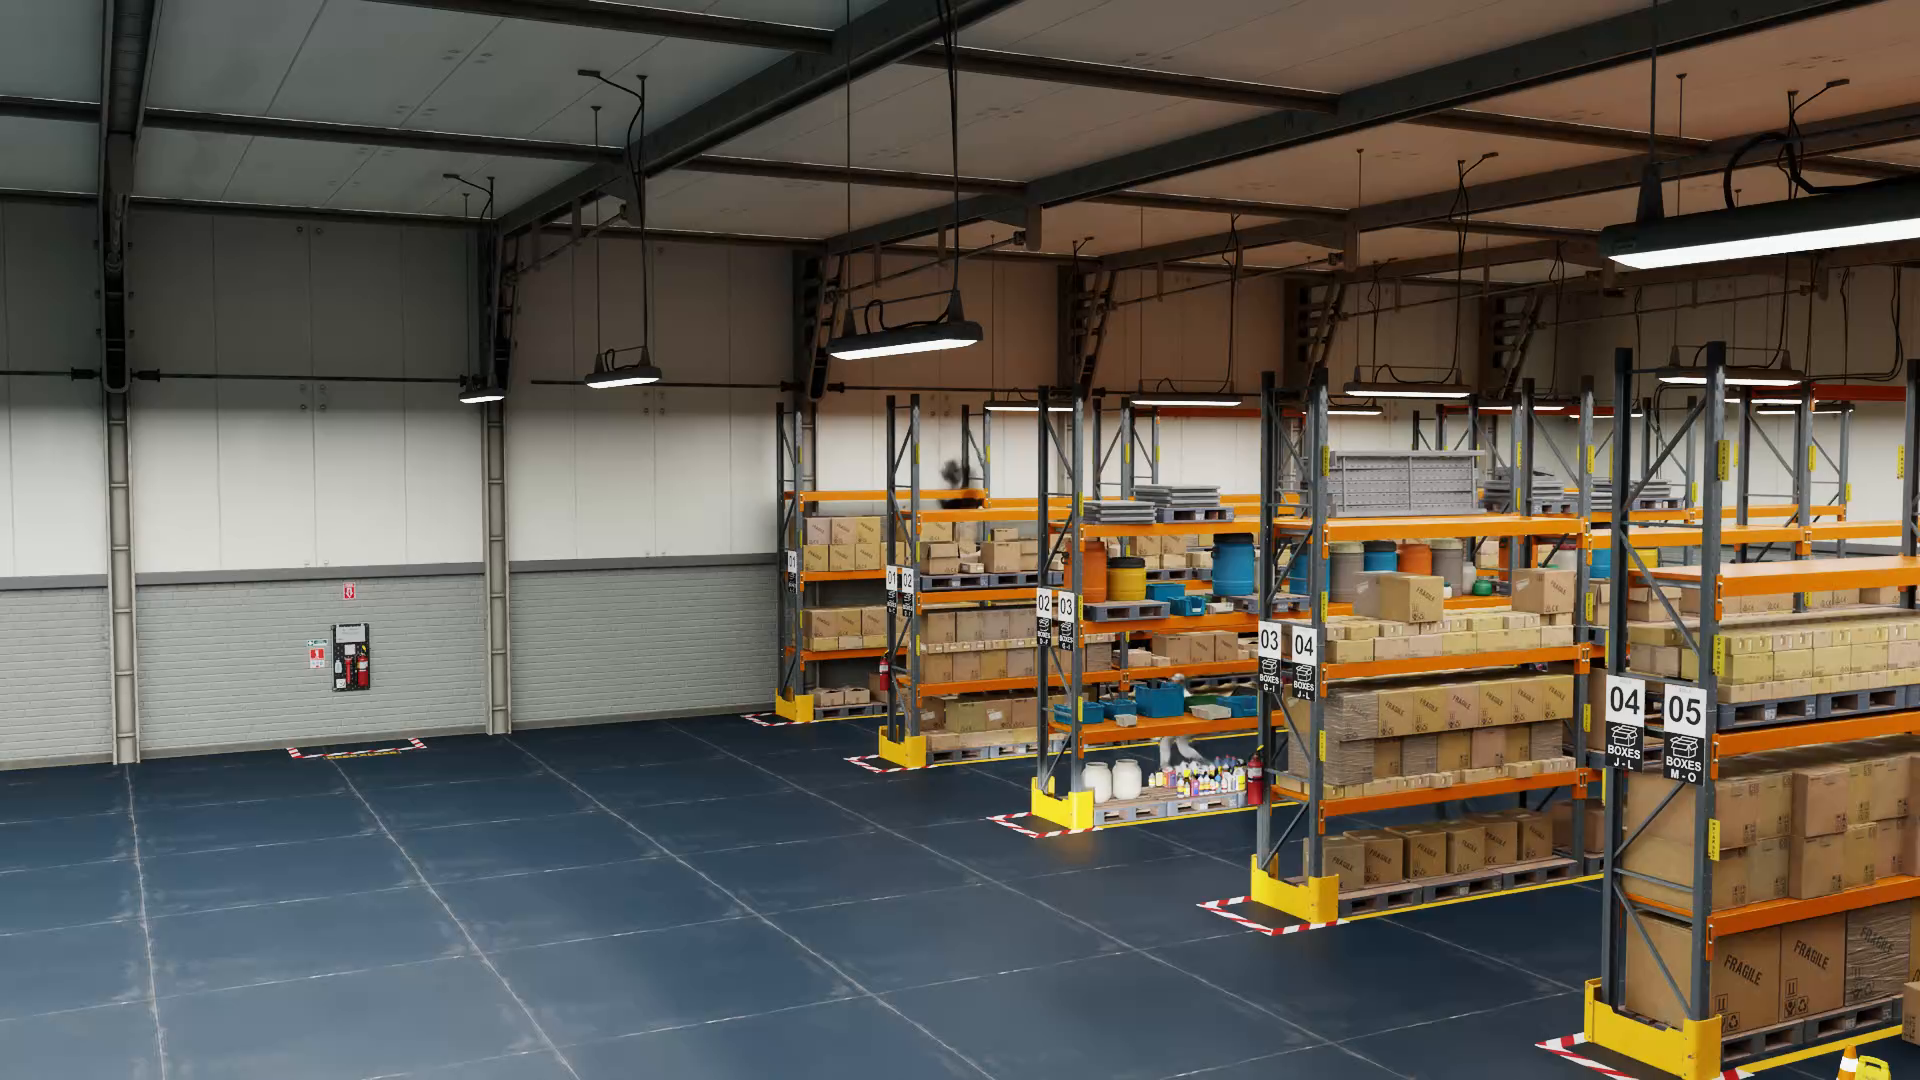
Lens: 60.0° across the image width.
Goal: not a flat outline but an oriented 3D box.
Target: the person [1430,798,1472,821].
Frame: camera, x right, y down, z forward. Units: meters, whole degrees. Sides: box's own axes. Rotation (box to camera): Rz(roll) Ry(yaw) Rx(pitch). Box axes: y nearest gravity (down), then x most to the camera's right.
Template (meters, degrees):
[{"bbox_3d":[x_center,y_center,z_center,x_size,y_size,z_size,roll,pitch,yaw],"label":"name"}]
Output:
[{"bbox_3d":[6.421,3.061,21.674,0.728,1.798,0.670,-2,4,-34],"label":"person"}]

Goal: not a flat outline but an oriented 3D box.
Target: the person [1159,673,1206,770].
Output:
[{"bbox_3d":[3.373,2.873,25.708,0.918,1.643,0.614,-2,4,-31],"label":"person"}]
